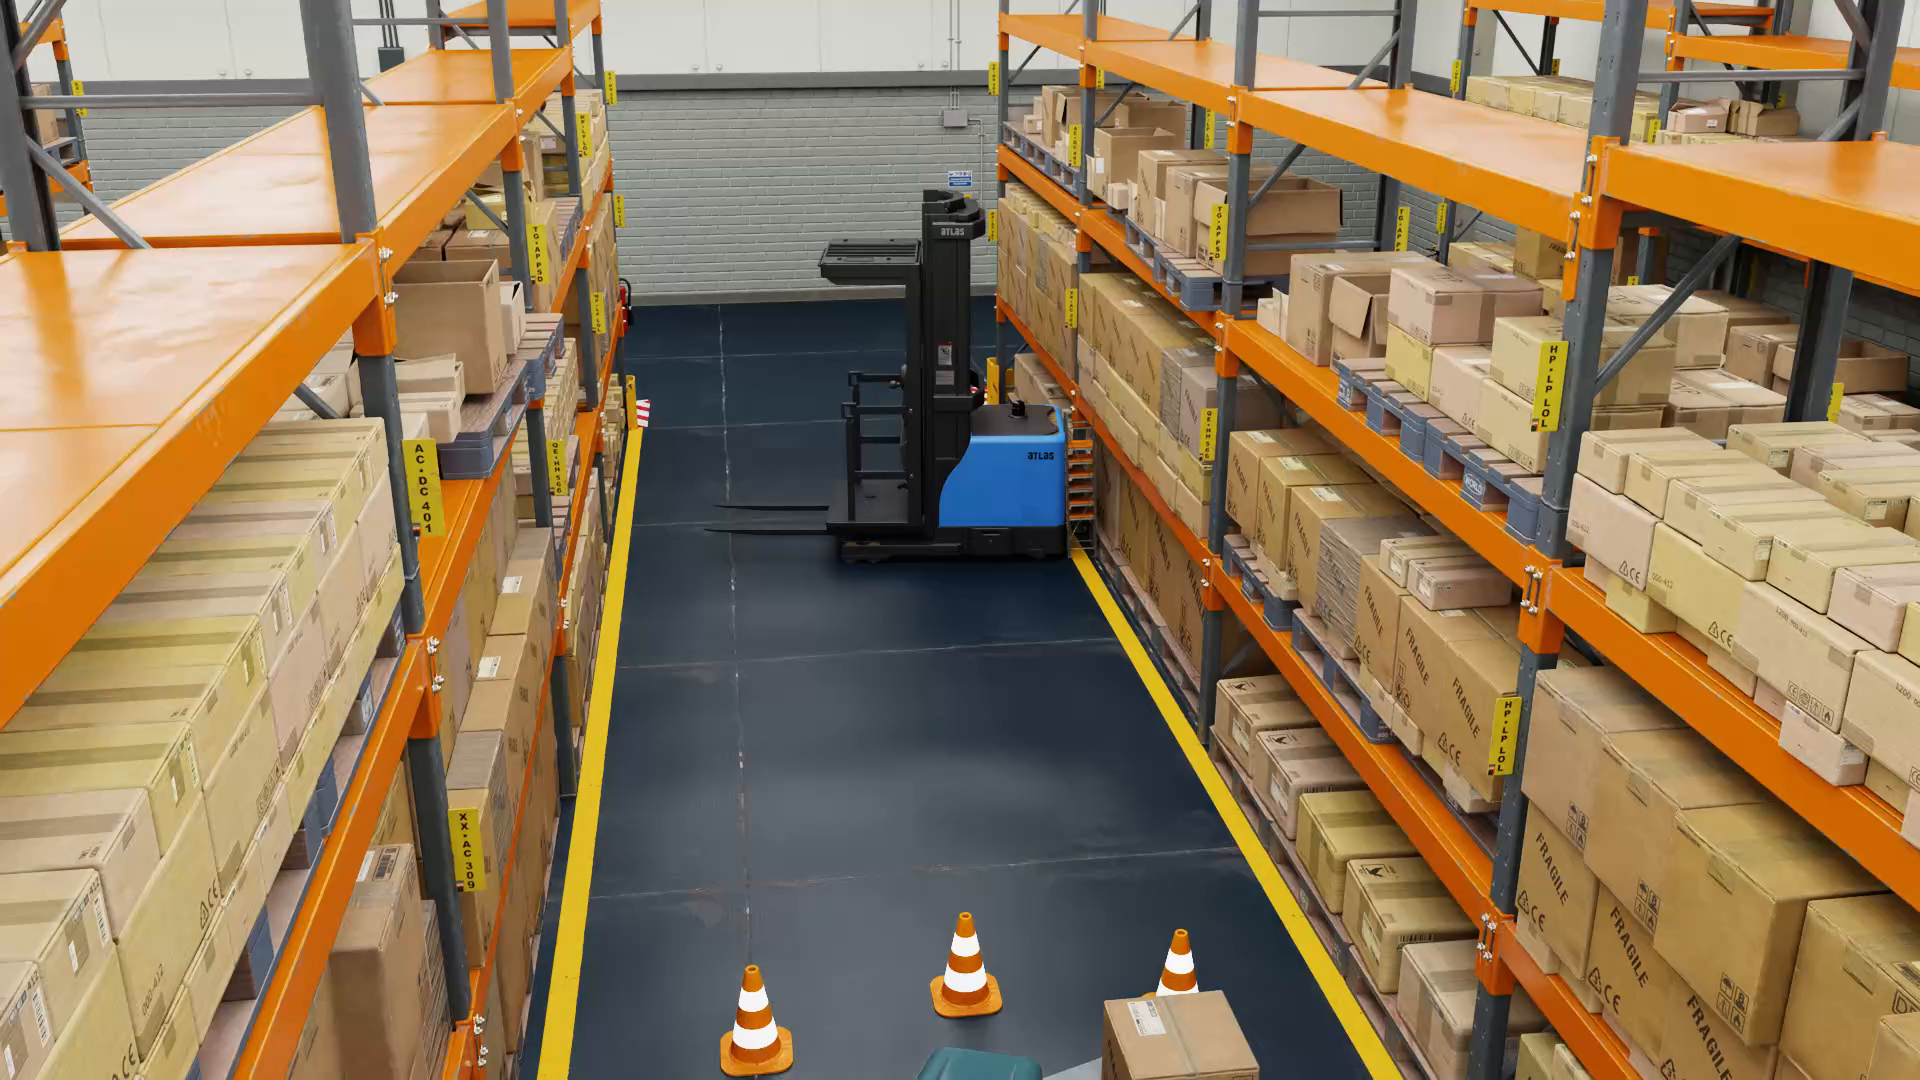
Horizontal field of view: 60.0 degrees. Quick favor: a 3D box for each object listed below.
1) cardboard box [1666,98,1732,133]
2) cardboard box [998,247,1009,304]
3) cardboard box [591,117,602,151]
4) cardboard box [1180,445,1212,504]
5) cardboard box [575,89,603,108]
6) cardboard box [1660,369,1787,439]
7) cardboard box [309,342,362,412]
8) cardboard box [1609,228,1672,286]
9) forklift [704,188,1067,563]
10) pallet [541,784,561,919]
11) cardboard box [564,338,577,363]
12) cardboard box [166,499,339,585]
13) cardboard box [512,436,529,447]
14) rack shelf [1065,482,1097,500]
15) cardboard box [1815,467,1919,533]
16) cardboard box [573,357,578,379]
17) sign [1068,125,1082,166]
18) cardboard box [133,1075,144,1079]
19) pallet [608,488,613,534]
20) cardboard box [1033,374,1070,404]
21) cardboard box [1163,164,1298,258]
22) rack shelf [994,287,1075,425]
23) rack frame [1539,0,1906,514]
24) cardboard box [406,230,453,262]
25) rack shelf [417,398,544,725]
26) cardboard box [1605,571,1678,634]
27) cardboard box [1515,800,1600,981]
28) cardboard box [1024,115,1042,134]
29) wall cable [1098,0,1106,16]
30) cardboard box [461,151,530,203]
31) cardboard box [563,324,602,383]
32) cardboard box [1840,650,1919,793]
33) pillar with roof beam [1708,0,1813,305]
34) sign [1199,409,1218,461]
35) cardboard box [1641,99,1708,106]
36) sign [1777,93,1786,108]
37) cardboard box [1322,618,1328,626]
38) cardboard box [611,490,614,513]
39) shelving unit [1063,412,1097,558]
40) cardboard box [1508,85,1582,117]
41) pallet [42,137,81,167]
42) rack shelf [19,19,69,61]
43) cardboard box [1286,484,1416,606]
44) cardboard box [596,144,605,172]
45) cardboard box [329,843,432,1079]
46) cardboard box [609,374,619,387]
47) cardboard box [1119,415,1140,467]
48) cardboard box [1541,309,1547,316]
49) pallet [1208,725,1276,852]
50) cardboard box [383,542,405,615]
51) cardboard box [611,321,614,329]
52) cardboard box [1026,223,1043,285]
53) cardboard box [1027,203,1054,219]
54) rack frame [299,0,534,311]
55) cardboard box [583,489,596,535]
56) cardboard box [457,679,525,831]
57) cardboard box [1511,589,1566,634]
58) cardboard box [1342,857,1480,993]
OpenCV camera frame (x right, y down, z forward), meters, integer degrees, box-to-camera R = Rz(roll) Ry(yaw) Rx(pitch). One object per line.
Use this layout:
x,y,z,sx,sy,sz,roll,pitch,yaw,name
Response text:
6.081,-3.501,13.689,0.396,0.266,0.258,-3,21,-8,cardboard box
0.680,-2.758,17.244,0.500,0.500,0.500,-3,21,-8,cardboard box
-3.524,-3.675,15.056,0.500,0.250,0.500,-3,21,-7,cardboard box
1.727,-0.441,10.683,0.500,0.250,0.500,-3,21,-8,cardboard box
-3.650,-4.263,16.059,0.380,0.149,0.250,-3,21,-8,cardboard box
2.937,-0.491,6.645,0.500,0.250,0.500,-3,21,-9,cardboard box
-2.729,-0.655,6.854,0.500,0.311,0.500,-4,21,-10,cardboard box
6.432,-2.708,15.971,0.500,0.500,0.500,-3,21,-9,cardboard box
-0.629,-1.372,13.774,3.031,2.935,1.130,0,20,0,forklift
-2.796,1.746,9.314,1.003,0.211,1.213,-3,21,-8,pallet
-3.161,-1.451,12.796,0.380,0.149,0.250,-2,21,-5,cardboard box
-1.783,0.015,4.153,0.380,0.149,0.250,-3,21,-7,cardboard box
-2.783,-0.543,10.365,0.380,0.149,0.250,-3,21,-8,cardboard box
0.991,-0.409,13.702,0.258,0.103,0.180,-2,20,0,rack shelf
2.949,-0.119,5.253,0.380,0.149,0.250,-2,21,-6,cardboard box
-3.159,-1.313,12.852,0.380,0.149,0.250,-2,21,-6,cardboard box
0.923,-3.163,13.332,0.100,0.325,0.005,-3,21,-8,sign
-1.524,1.004,2.644,0.380,0.149,0.250,-3,21,-7,cardboard box
-3.544,-0.147,14.381,1.003,0.211,1.213,-3,21,-8,pallet
1.229,-1.348,16.675,0.875,0.438,0.875,-2,21,-6,cardboard box
1.718,-2.104,10.606,0.700,0.500,0.500,-4,21,-10,cardboard box
1.183,-1.862,16.018,1.077,0.370,4.000,-3,21,-8,rack shelf
2.625,-1.547,5.572,1.000,3.000,0.127,-3,21,-8,rack frame
-3.169,-1.474,9.520,0.500,0.500,0.500,-3,21,-8,cardboard box
-2.547,-0.213,7.314,1.077,0.370,4.000,-3,21,-8,rack shelf
2.407,0.189,5.568,0.380,0.149,0.250,-3,21,-8,cardboard box
2.413,1.243,6.107,0.500,0.500,0.500,-3,21,-8,cardboard box
0.824,-4.034,16.134,0.380,0.149,0.250,-2,21,-6,cardboard box
3.303,-7.839,22.365,2.988,3.039,0.133,-3,21,-8,wall cable
-3.319,-2.331,11.209,0.797,0.503,0.637,-3,21,-8,cardboard box
-3.234,-1.593,13.699,0.500,0.500,0.500,-3,21,-9,cardboard box
2.635,0.482,4.215,0.500,0.250,0.500,-3,21,-7,cardboard box
2.915,-4.638,13.848,9.100,9.000,0.400,-3,21,-8,pillar with roof beam
1.500,-0.635,10.049,0.100,0.325,0.005,-3,21,-8,sign
6.503,-3.831,15.049,0.500,0.250,0.500,-3,21,-9,cardboard box
6.932,-3.620,14.105,0.100,0.325,0.005,-3,21,-8,sign
2.123,0.389,8.720,0.380,0.149,0.250,-2,21,-6,cardboard box
-3.185,-0.318,14.328,0.380,0.149,0.250,-2,21,-6,cardboard box
0.990,-0.450,13.687,0.258,1.200,0.189,-2,20,0,shelving unit
5.762,-4.335,16.398,0.500,0.250,0.500,-3,21,-9,cardboard box
-8.794,-3.499,15.212,1.003,0.211,1.213,-3,21,-8,pallet
-8.623,-3.985,13.700,1.077,0.370,4.000,-3,21,-8,rack shelf
2.049,0.026,8.765,0.500,0.500,0.500,-3,21,-7,cardboard box
-3.522,-3.449,15.165,0.500,0.250,0.500,-2,21,-5,cardboard box
-2.045,1.286,4.803,0.875,0.550,0.550,-3,21,-8,cardboard box
-3.662,-1.576,16.848,0.380,0.149,0.250,-3,21,-7,cardboard box
1.471,-0.740,12.199,0.500,0.250,0.500,-3,21,-9,cardboard box
5.882,-2.274,16.450,0.380,0.149,0.250,-3,21,-8,cardboard box
2.160,1.455,10.093,1.003,0.211,1.213,-3,21,-8,pallet
-1.890,0.127,4.993,0.380,0.149,0.250,-3,21,-8,cardboard box
-3.552,-2.130,16.064,0.380,0.149,0.250,-2,21,-6,cardboard box
0.919,-2.697,15.653,0.500,0.500,0.500,-3,21,-8,cardboard box
0.845,-3.124,15.869,0.380,0.149,0.250,-3,21,-7,cardboard box
-2.835,-2.648,8.518,1.000,3.000,0.127,-3,21,-8,rack frame
-2.994,-0.175,12.374,0.500,0.250,0.500,-2,21,-5,cardboard box
-2.211,0.957,7.298,0.500,0.500,0.500,-3,21,-8,cardboard box
2.768,0.530,7.416,0.500,0.500,0.500,-3,21,-8,cardboard box
2.440,1.867,8.160,0.950,0.372,0.625,-2,21,-4,cardboard box
